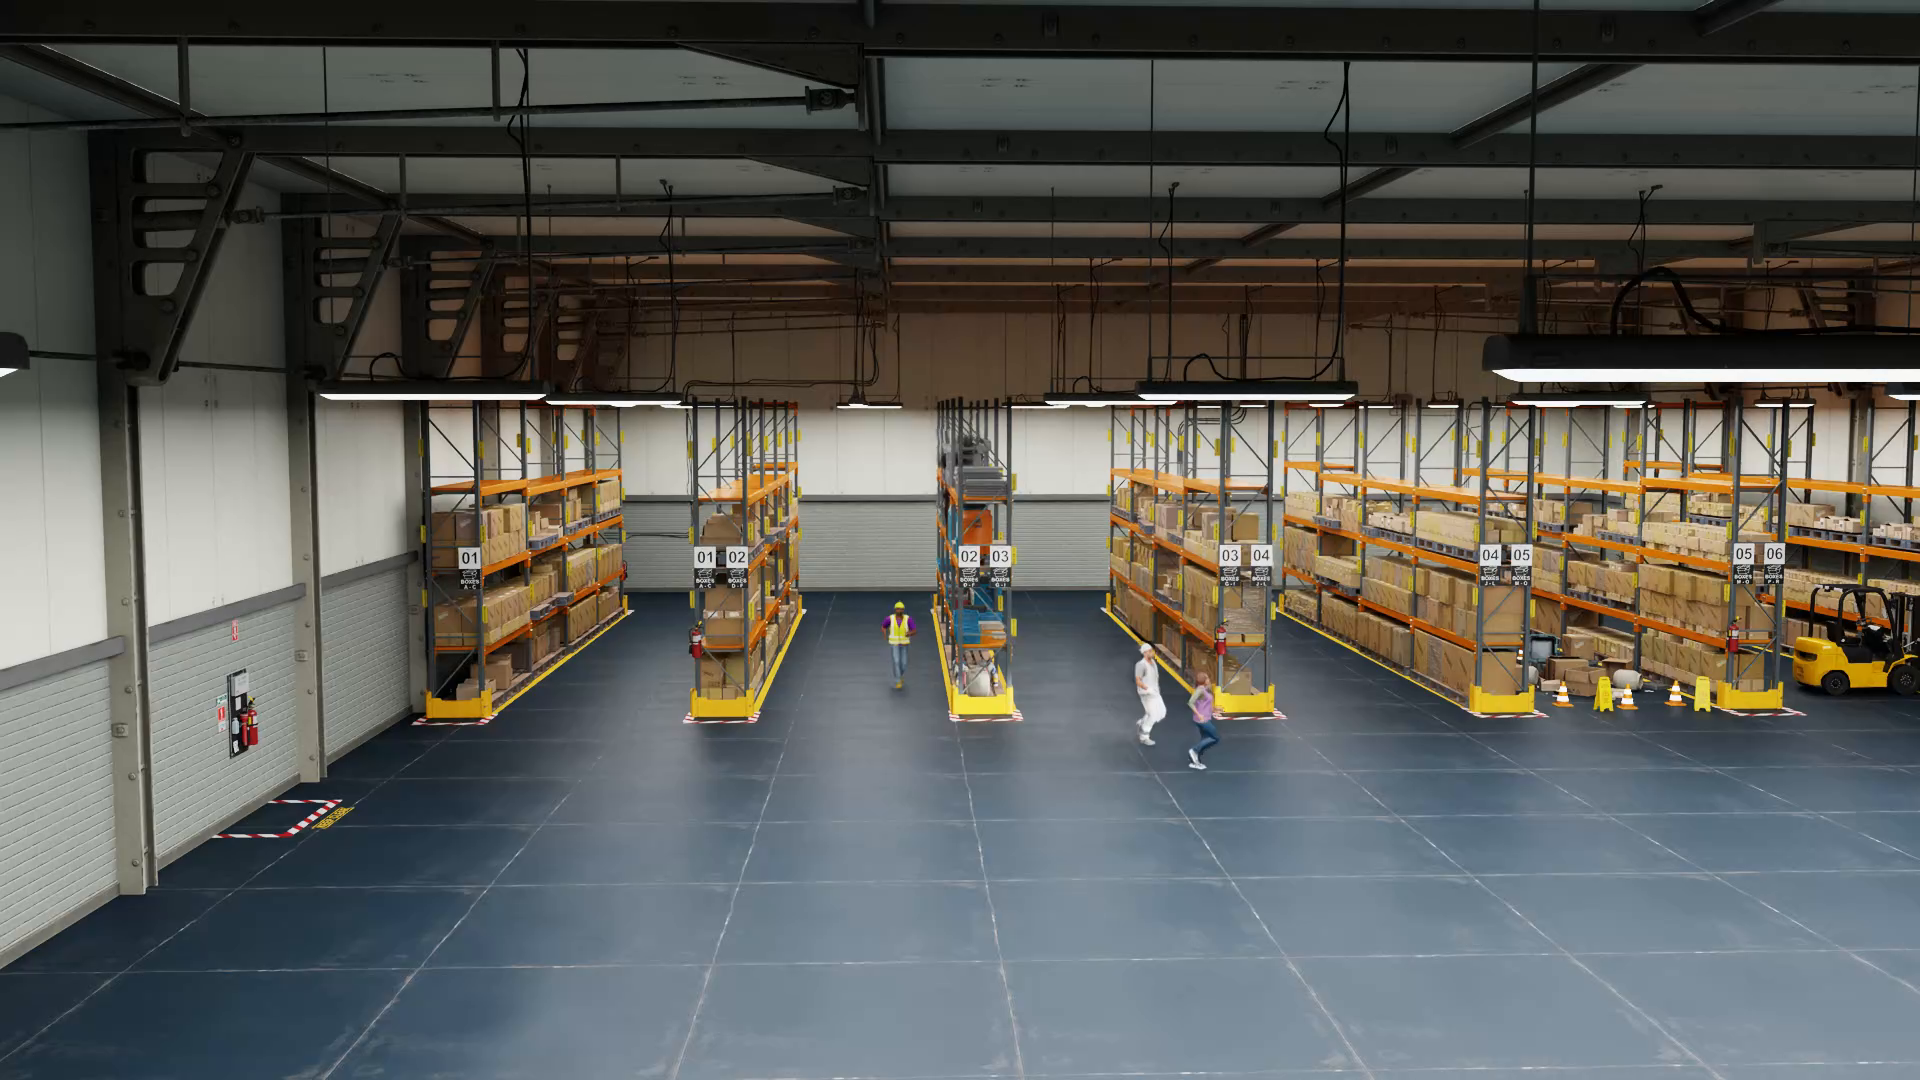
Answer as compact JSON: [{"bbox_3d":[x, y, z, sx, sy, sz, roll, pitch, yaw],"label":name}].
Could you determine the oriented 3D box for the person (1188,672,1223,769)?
[{"bbox_3d":[3.925,2.897,26.576,0.549,1.541,0.522,1,5,13],"label":"person"}]

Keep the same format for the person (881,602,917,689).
[{"bbox_3d":[-1.253,2.160,34.493,0.716,1.755,0.872,-1,4,-9],"label":"person"}]

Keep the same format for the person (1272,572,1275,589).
[{"bbox_3d":[8.136,1.380,44.847,0.712,1.811,0.937,0,4,3],"label":"person"}]

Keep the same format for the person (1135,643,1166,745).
[{"bbox_3d":[3.250,2.645,28.618,0.544,1.745,0.663,3,5,32],"label":"person"}]
